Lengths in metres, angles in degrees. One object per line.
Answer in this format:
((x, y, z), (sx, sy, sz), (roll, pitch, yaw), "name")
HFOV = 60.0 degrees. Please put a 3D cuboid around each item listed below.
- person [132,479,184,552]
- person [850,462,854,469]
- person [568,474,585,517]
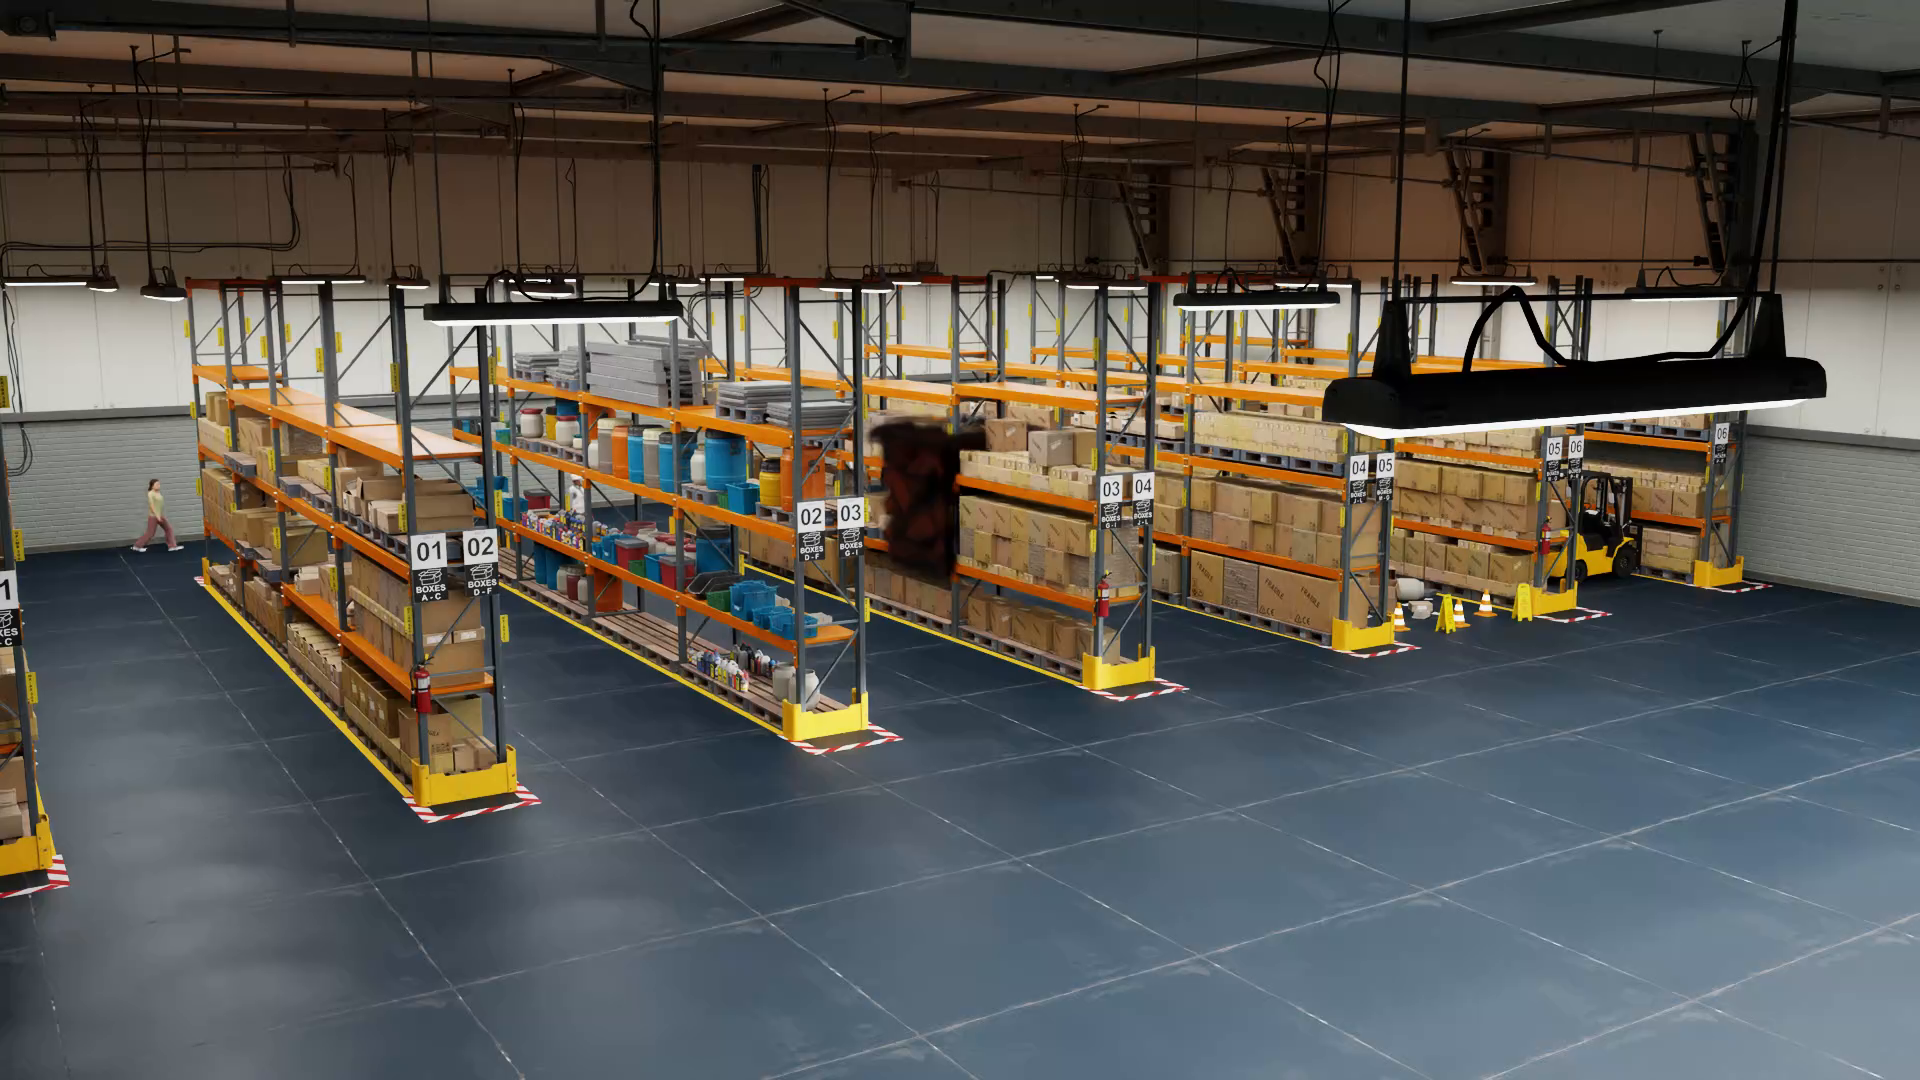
((-17.545, -0.530, 36.259), (1.007, 1.618, 0.523), (-3, 10, -18), "person")
((-2.713, -1.768, 43.794), (0.915, 1.541, 0.496), (5, 11, 27), "person")
((-8.281, -0.594, 36.244), (0.561, 1.777, 0.549), (1, 10, 5), "person")
